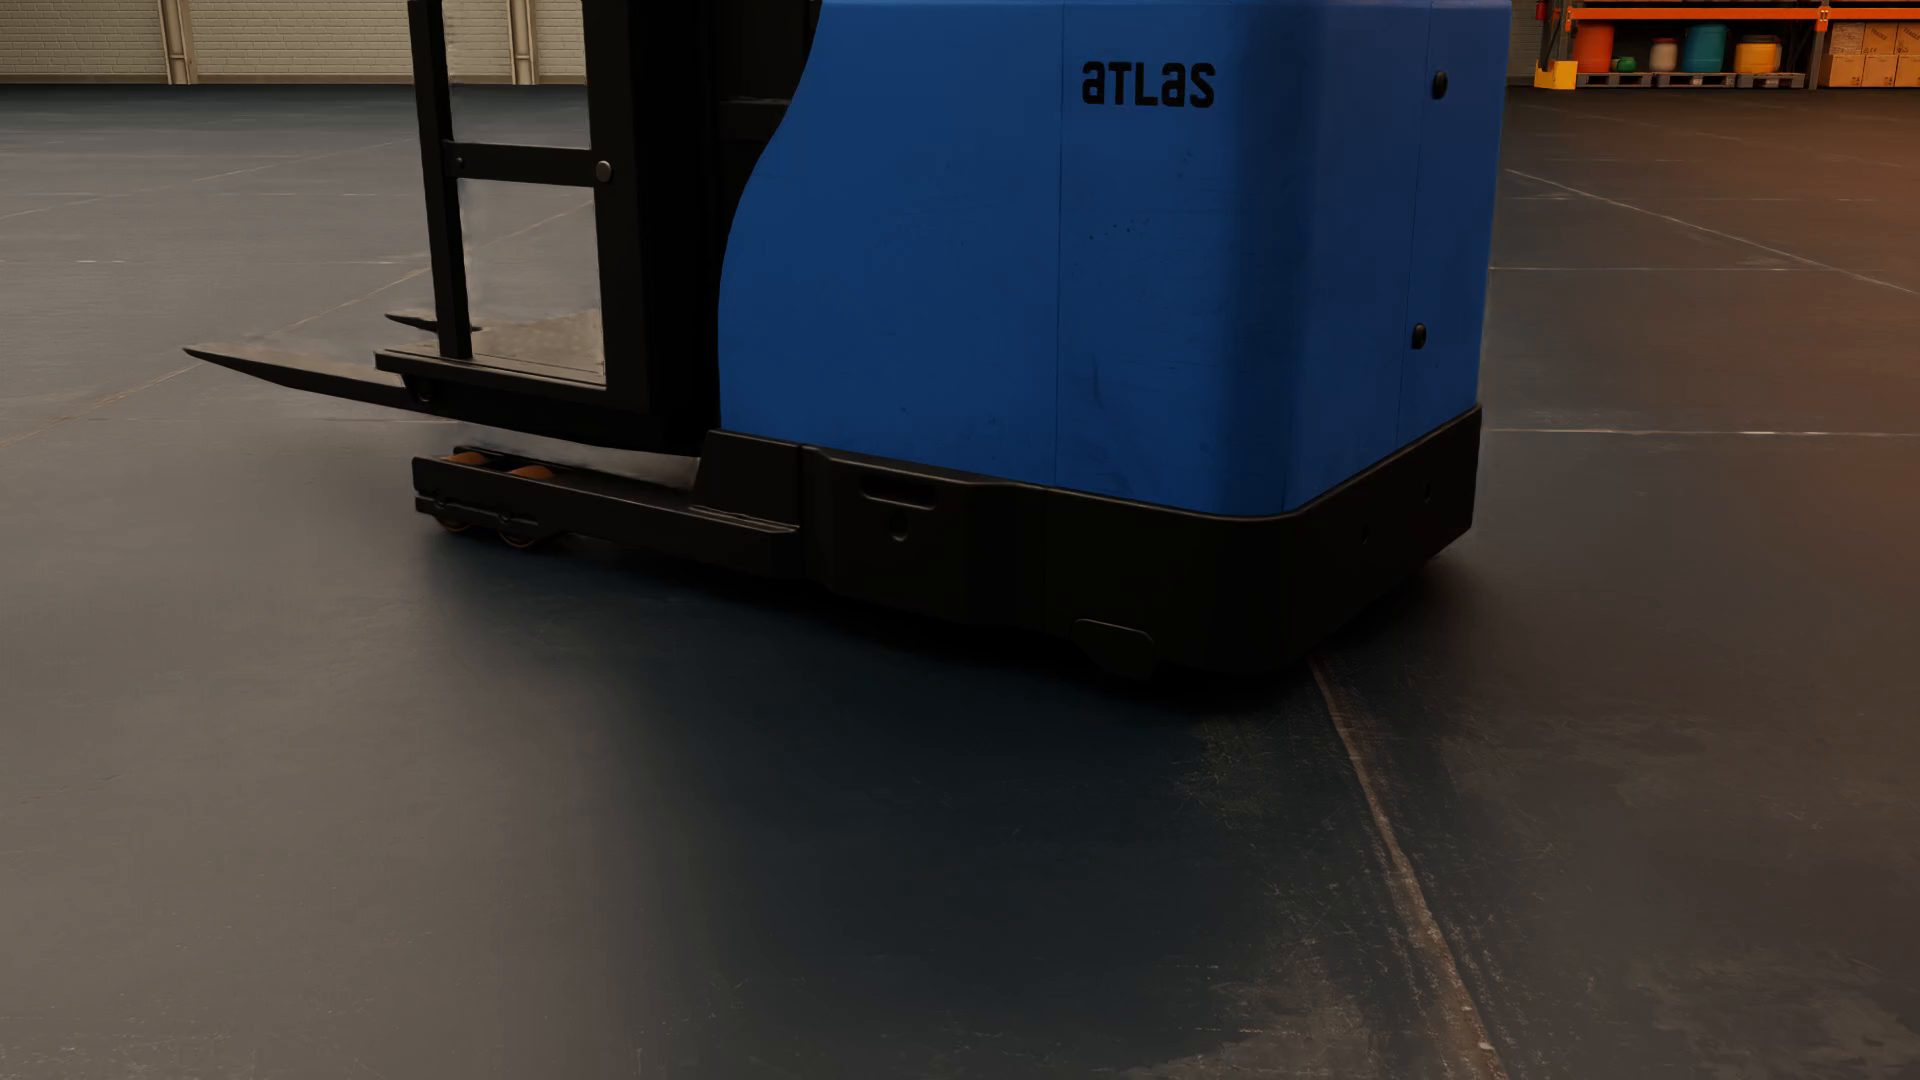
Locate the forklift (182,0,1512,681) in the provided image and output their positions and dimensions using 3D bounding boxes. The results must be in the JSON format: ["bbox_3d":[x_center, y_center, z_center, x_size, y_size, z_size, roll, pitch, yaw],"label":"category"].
[{"bbox_3d":[-0.513,-1.499,3.257,3.031,2.935,1.130,11,21,32],"label":"forklift"}]
